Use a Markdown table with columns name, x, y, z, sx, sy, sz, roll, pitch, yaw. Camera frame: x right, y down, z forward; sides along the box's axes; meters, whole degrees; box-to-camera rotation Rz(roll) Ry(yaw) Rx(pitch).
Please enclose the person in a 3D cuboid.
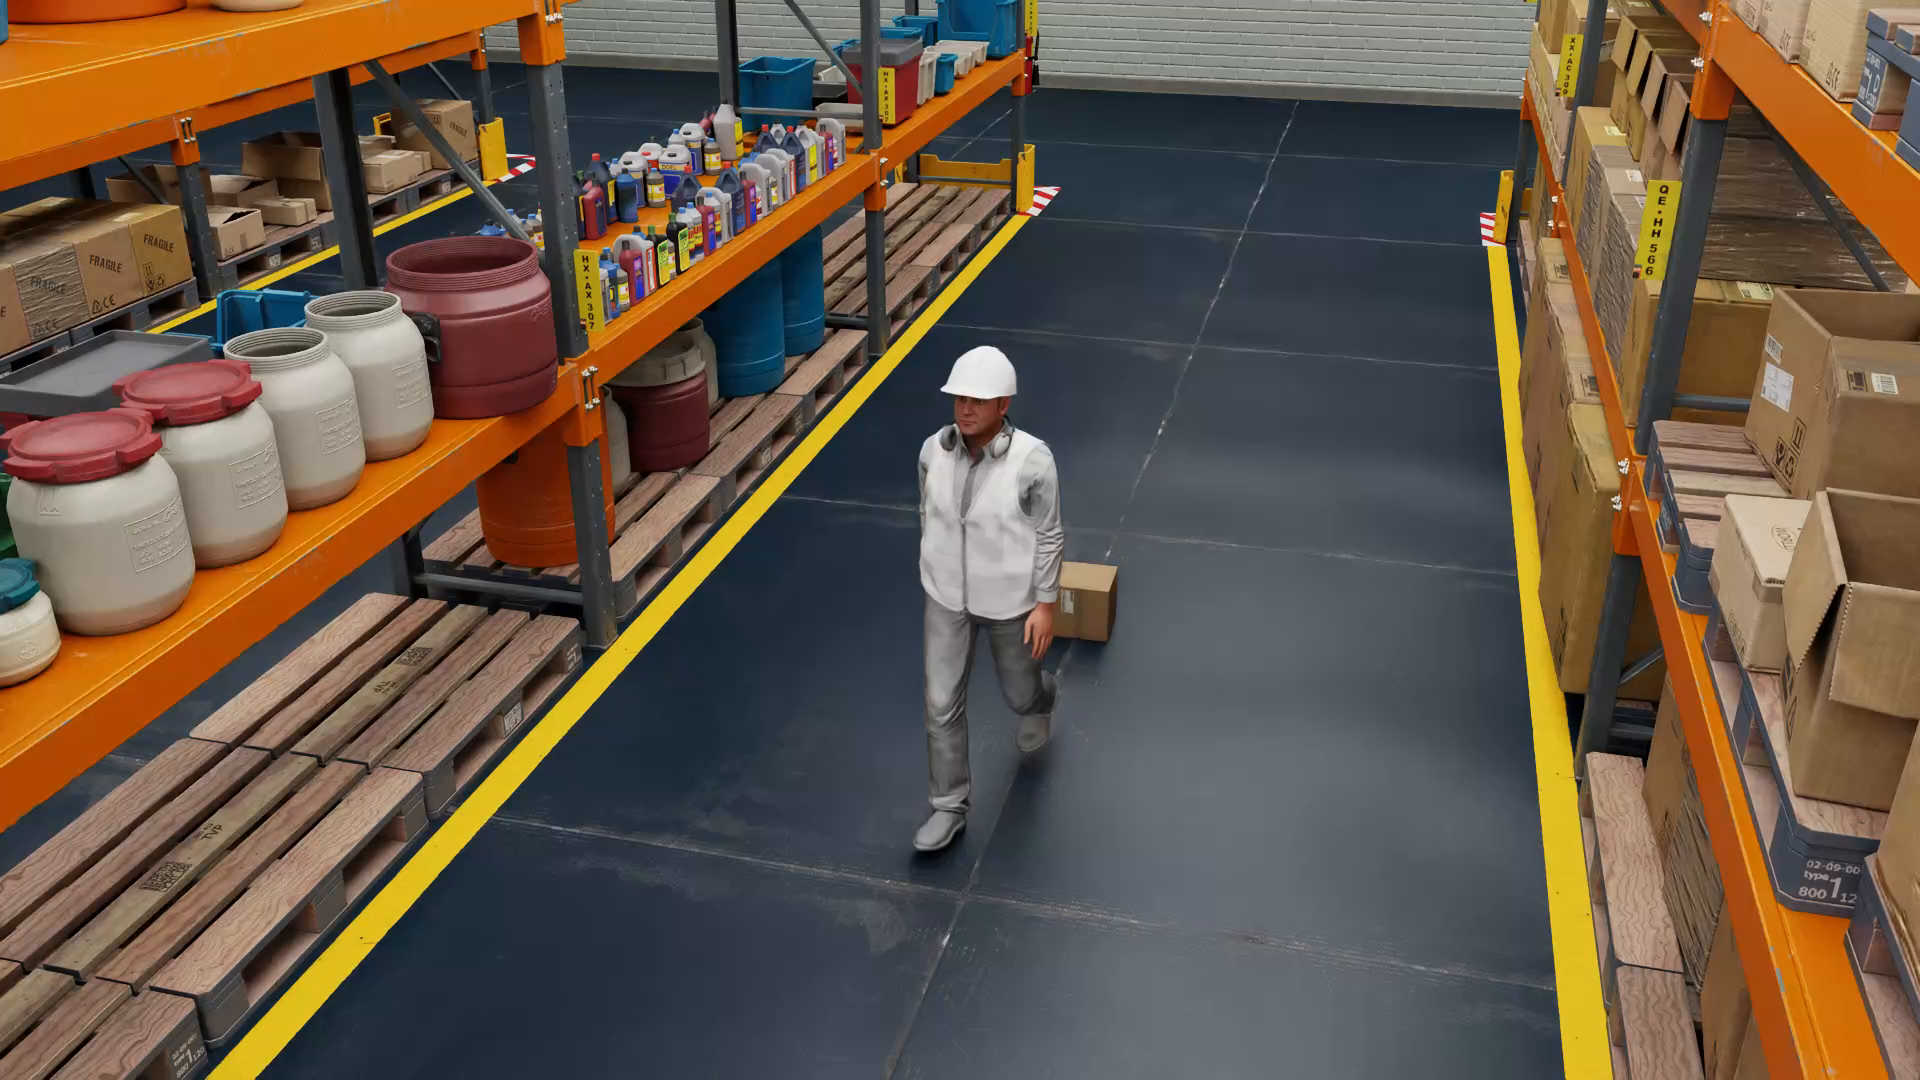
| name | x | y | z | sx | sy | sz | roll | pitch | yaw |
| --- | --- | --- | --- | --- | --- | --- | --- | --- | --- |
| person | 0.106 | 0.154 | 5.756 | 0.540 | 1.741 | 0.960 | 9 | 27 | 18 |
